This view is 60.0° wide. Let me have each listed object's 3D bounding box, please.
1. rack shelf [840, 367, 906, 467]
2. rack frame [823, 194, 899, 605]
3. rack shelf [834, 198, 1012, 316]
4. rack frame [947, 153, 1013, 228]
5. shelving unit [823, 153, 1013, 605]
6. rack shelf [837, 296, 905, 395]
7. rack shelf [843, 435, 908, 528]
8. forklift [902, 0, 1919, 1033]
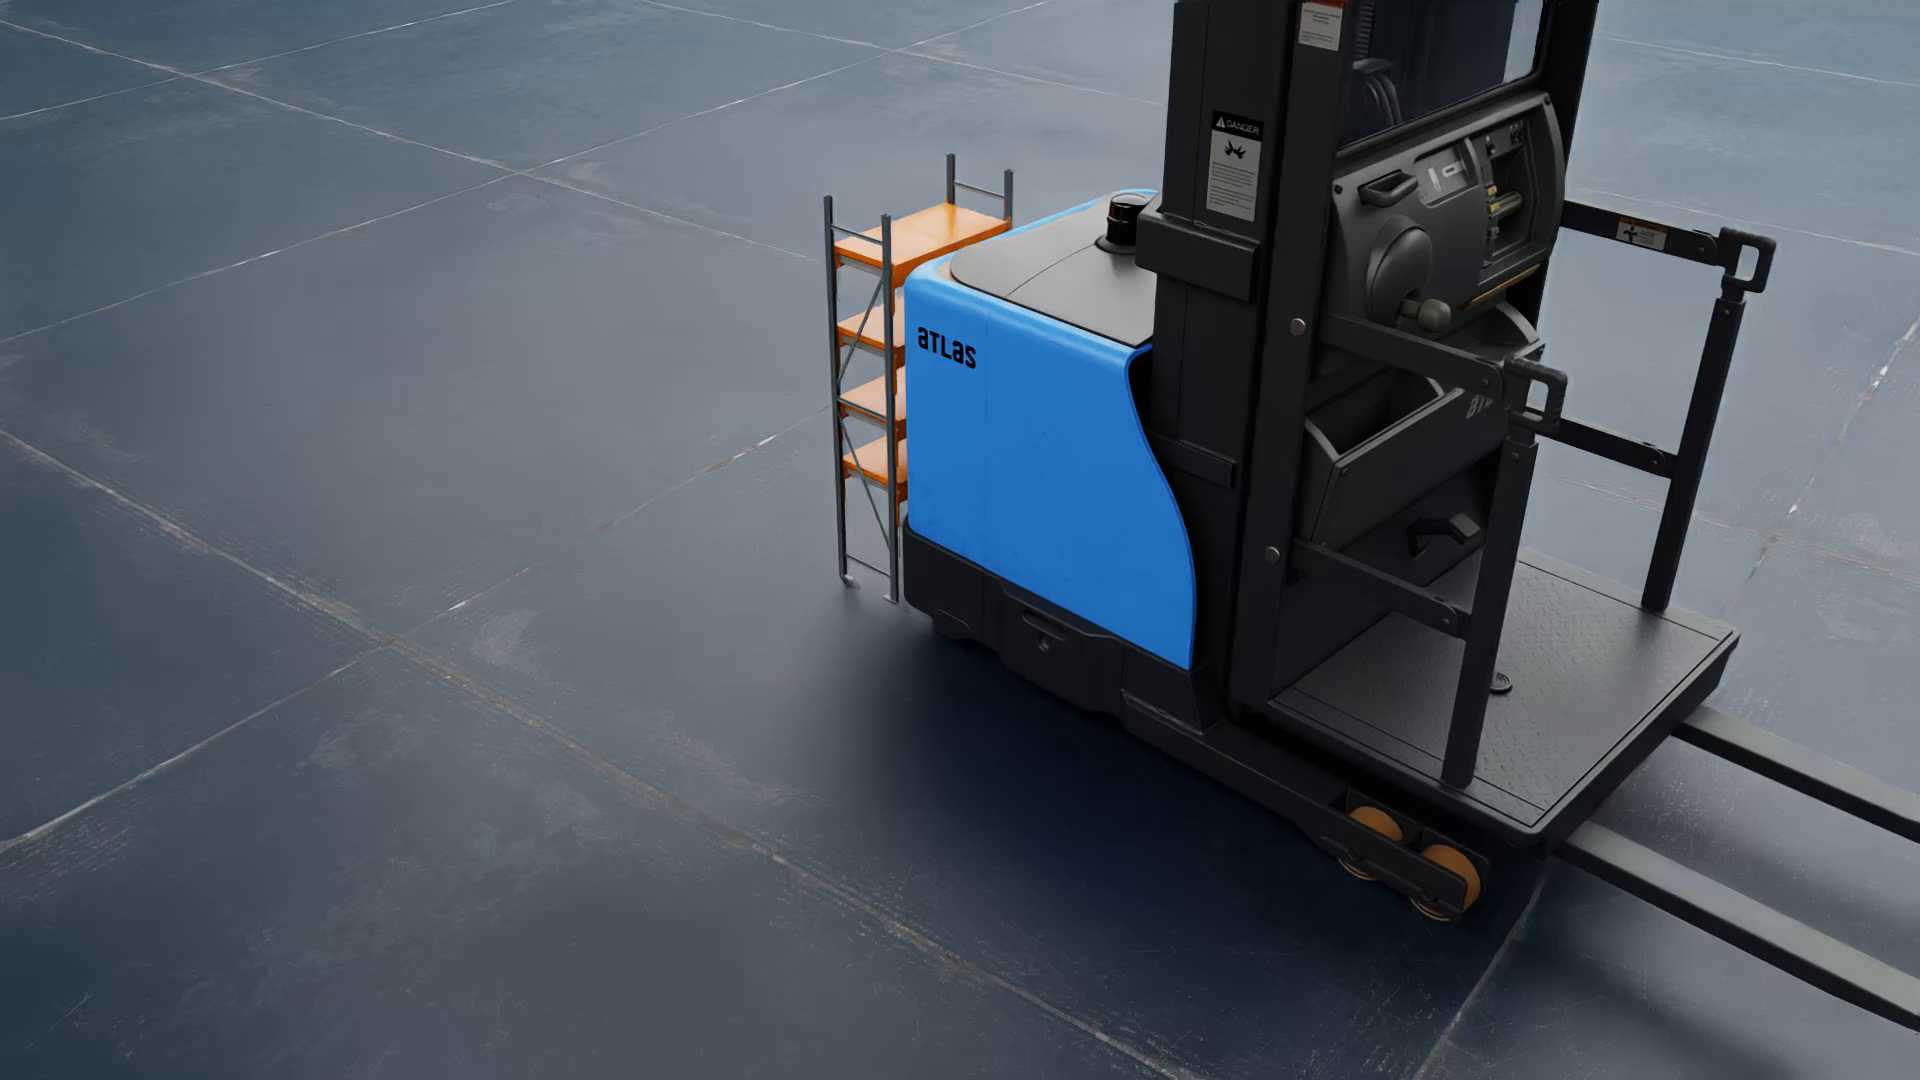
[{"bbox_3d":[-0.109,-0.402,4.883,0.258,0.148,0.480,25,39,35],"label":"rack shelf"},{"bbox_3d":[-0.273,-0.368,4.694,0.240,1.200,0.015,25,39,35],"label":"rack frame"},{"bbox_3d":[-0.109,-0.798,4.648,0.258,0.148,0.480,25,39,35],"label":"rack shelf"},{"bbox_3d":[0.055,-0.552,5.004,0.240,1.200,0.015,25,39,35],"label":"rack frame"},{"bbox_3d":[-0.109,-0.460,4.849,0.258,1.200,0.503,25,39,35],"label":"shelving unit"},{"bbox_3d":[-0.109,-0.594,4.769,0.258,0.148,0.480,25,39,35],"label":"rack shelf"},{"bbox_3d":[-0.109,-0.231,4.984,0.258,0.148,0.480,25,39,35],"label":"rack shelf"},{"bbox_3d":[1.243,-0.696,3.550,3.031,2.935,1.130,26,40,37],"label":"forklift"}]
